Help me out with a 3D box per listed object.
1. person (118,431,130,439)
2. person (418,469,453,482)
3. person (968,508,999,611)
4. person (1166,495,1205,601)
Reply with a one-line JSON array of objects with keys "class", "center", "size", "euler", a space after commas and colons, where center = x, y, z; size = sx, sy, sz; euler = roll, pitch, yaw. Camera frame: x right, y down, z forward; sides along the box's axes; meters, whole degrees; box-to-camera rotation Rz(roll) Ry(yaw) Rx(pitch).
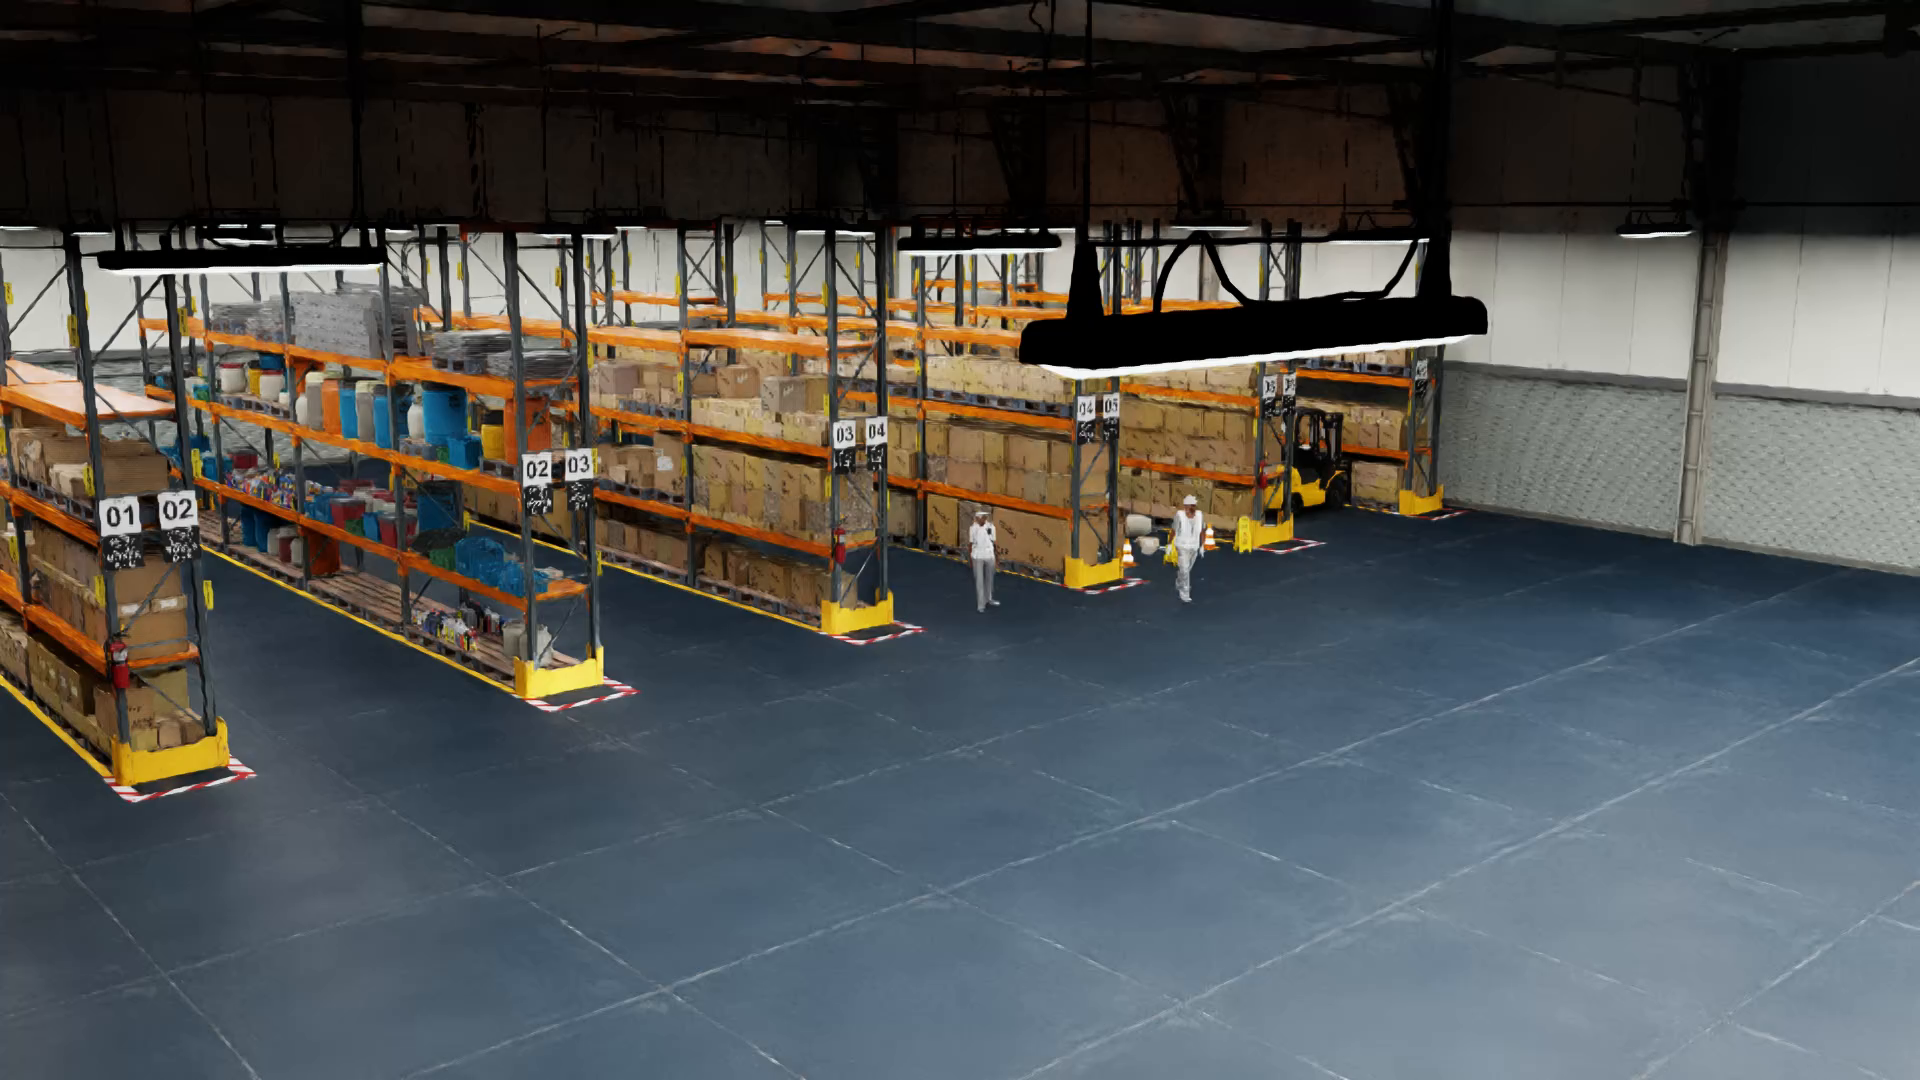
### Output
[{"class": "person", "center": [-17.699, -1.547, 35.434], "size": [0.519, 1.616, 0.939], "euler": [-4, 12, -20]}, {"class": "person", "center": [-10.208, -0.999, 32.457], "size": [0.677, 1.742, 0.552], "euler": [-10, 15, -41]}, {"class": "person", "center": [0.382, 0.270, 26.364], "size": [0.510, 1.660, 0.550], "euler": [-1, 11, -5]}, {"class": "person", "center": [3.686, 0.096, 27.058], "size": [0.607, 1.730, 0.984], "euler": [-4, 12, -20]}]
